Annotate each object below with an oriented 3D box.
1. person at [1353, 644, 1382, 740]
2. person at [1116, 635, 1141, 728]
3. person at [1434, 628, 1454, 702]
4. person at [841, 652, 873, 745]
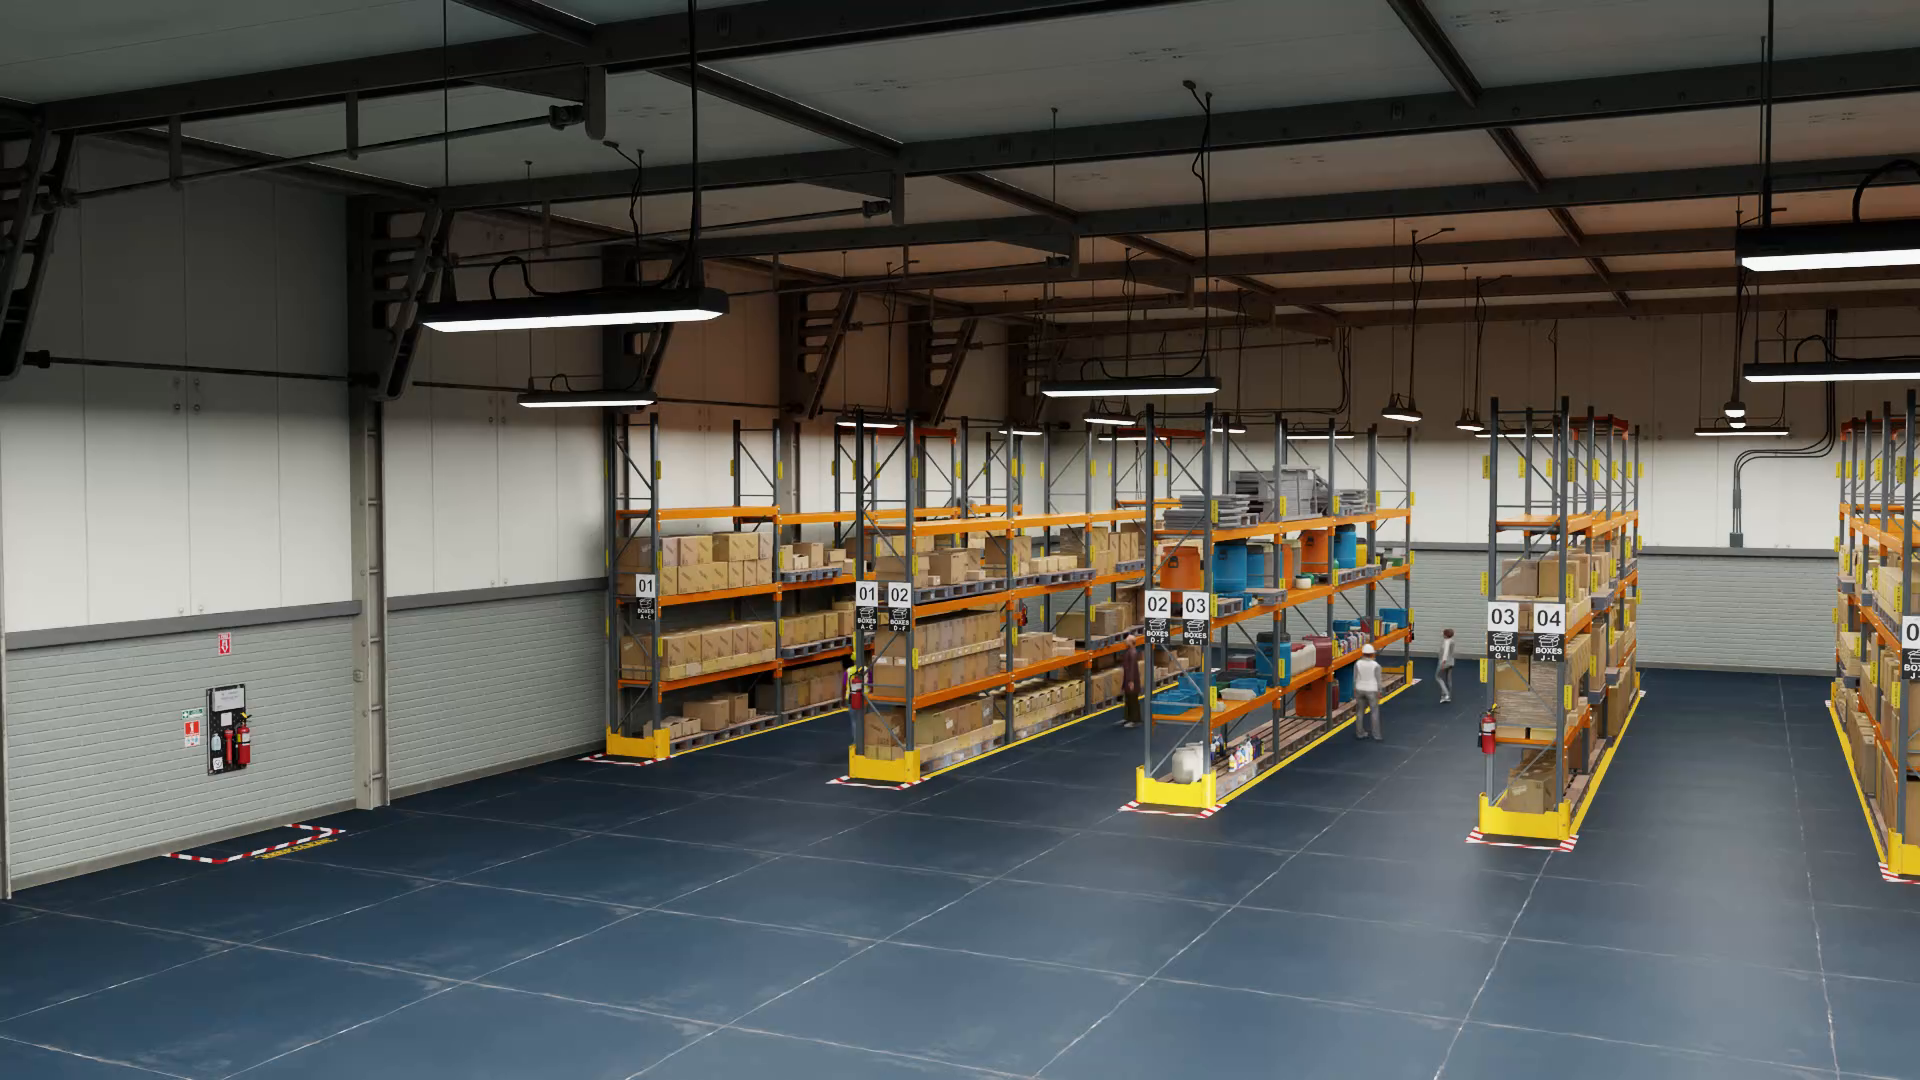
[{"bbox_3d":[7.612,2.818,30.955,0.477,1.777,0.575,-2,3,-44],"label":"person"},{"bbox_3d":[3.277,2.741,32.390,0.469,1.796,0.600,0,2,0],"label":"person"},{"bbox_3d":[10.477,2.698,35.863,0.448,1.614,0.350,-2,3,-41],"label":"person"},{"bbox_3d":[-1.837,2.883,29.728,0.587,1.819,0.500,-1,2,-14],"label":"person"}]
